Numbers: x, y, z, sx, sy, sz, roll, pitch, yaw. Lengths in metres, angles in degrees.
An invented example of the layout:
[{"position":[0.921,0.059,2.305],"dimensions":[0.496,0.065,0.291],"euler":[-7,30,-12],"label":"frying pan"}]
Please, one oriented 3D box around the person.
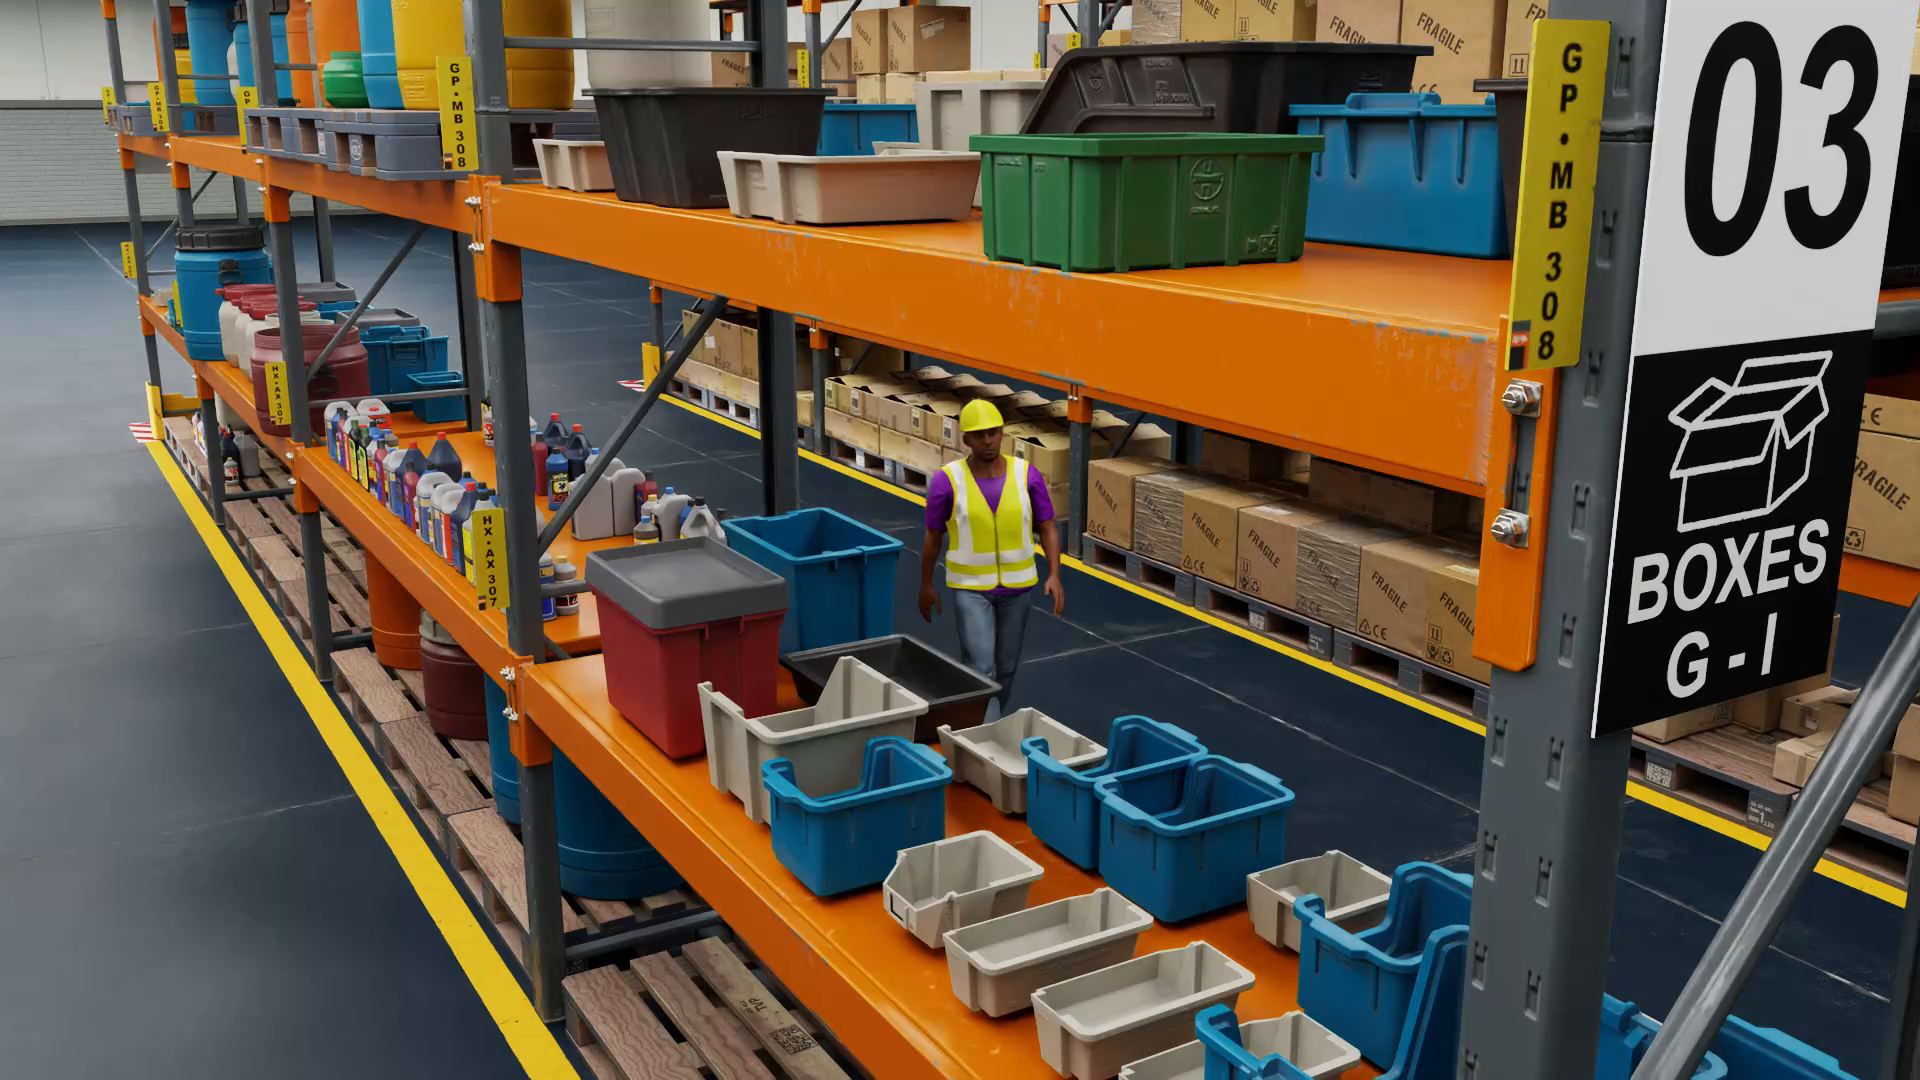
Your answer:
[{"position":[0.182,0.241,7.588],"dimensions":[0.623,1.723,0.938],"euler":[-4,15,-14],"label":"person"}]
